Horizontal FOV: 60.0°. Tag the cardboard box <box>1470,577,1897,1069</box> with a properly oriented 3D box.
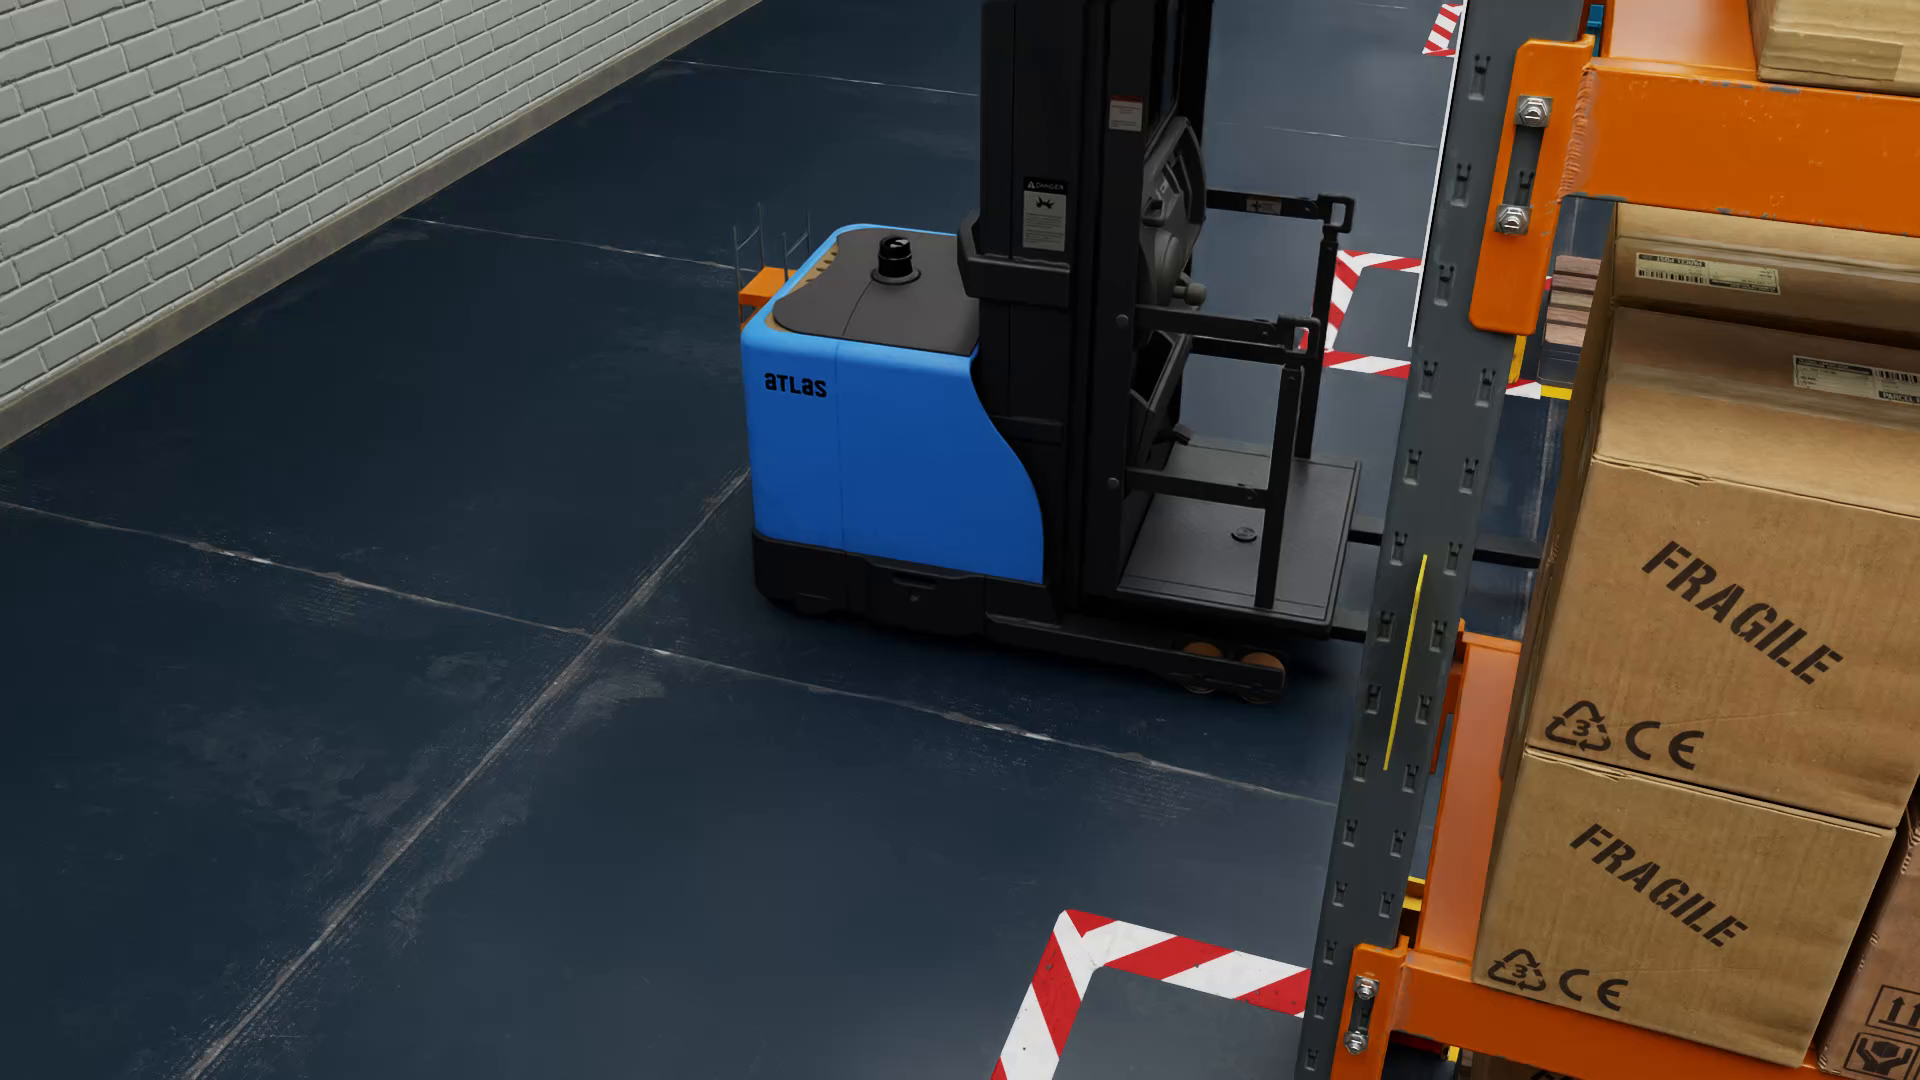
[{"bbox_3d":[1.156,0.440,2.711,0.500,0.500,0.500,12,35,17],"label":"cardboard box"}]

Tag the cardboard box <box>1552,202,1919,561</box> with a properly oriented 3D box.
[{"bbox_3d":[1.339,-0.255,2.865,0.500,0.500,0.500,11,34,16],"label":"cardboard box"}]

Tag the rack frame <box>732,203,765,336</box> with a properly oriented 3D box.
[{"bbox_3d":[-0.743,-0.625,6.112,0.006,1.200,0.240,9,34,14],"label":"rack frame"}]

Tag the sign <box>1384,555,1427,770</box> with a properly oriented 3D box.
[{"bbox_3d":[0.645,0.180,2.408,0.005,0.325,0.100,11,34,16],"label":"sign"}]

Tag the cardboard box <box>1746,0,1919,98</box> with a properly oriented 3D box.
[{"bbox_3d":[1.225,-0.707,1.952,0.500,0.250,0.500,11,34,16],"label":"cardboard box"}]

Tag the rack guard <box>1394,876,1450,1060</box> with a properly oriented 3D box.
[{"bbox_3d":[0.899,1.330,3.728,0.348,0.500,1.175,11,34,16],"label":"rack guard"}]

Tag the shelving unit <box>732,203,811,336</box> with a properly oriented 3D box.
[{"bbox_3d":[-0.656,-0.611,6.090,0.189,1.200,0.258,9,34,14],"label":"shelving unit"}]

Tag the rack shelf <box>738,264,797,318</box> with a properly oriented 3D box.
[{"bbox_3d":[-0.656,-0.876,5.919,0.180,0.103,0.258,9,34,14],"label":"rack shelf"}]

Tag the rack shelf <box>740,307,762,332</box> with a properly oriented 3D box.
[{"bbox_3d":[-0.656,-0.775,5.984,0.180,0.103,0.258,9,34,14],"label":"rack shelf"}]

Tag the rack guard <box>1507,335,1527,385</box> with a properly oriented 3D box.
[{"bbox_3d":[2.475,-1.210,7.663,0.348,0.500,1.175,11,34,16],"label":"rack guard"}]

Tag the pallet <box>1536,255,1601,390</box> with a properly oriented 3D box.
[{"bbox_3d":[3.265,-0.920,7.480,1.213,0.211,1.003,11,34,16],"label":"pallet"}]

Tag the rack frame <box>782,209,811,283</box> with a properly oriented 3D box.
[{"bbox_3d":[-0.568,-0.597,6.068,0.006,1.200,0.240,9,34,14],"label":"rack frame"}]

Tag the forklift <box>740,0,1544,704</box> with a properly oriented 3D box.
[{"bbox_3d":[0.851,-1.019,5.127,3.031,2.935,1.130,9,34,14],"label":"forklift"}]

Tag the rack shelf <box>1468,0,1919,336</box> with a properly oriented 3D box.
[{"bbox_3d":[2.710,-0.326,1.887,4.000,0.370,1.077,11,34,16],"label":"rack shelf"}]

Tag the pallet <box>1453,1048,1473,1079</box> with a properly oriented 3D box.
[{"bbox_3d":[1.650,1.597,3.582,1.213,0.211,1.003,11,34,16],"label":"pallet"}]

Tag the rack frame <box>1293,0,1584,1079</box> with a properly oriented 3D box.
[{"bbox_3d":[0.827,0.266,3.072,0.127,3.000,1.000,11,34,16],"label":"rack frame"}]

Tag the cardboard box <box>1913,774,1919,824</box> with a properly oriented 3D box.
[{"bbox_3d":[1.651,0.112,2.297,0.500,0.500,0.500,11,35,17],"label":"cardboard box"}]

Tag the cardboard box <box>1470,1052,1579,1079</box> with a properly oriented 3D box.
[{"bbox_3d":[1.422,1.105,3.671,0.500,0.500,0.500,11,34,16],"label":"cardboard box"}]

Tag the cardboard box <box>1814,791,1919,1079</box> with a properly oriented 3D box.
[{"bbox_3d":[1.644,0.532,2.568,0.500,0.500,0.500,11,34,16],"label":"cardboard box"}]

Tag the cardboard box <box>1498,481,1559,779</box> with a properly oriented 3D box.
[{"bbox_3d":[1.341,0.167,3.133,0.500,0.500,0.500,12,35,18],"label":"cardboard box"}]

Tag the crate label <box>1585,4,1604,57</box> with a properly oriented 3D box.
[{"bbox_3d":[2.623,-2.004,6.687,0.303,0.233,0.416,11,34,16],"label":"crate label"}]

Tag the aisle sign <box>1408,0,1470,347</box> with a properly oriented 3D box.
[{"bbox_3d":[0.664,-0.688,2.154,0.004,0.787,0.394,11,34,16],"label":"aisle sign"}]

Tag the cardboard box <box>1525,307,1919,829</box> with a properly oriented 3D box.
[{"bbox_3d":[1.156,0.020,2.439,0.500,0.500,0.500,12,35,18],"label":"cardboard box"}]

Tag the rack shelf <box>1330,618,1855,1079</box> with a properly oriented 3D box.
[{"bbox_3d":[2.710,0.935,2.700,4.000,0.370,1.077,11,34,16],"label":"rack shelf"}]
